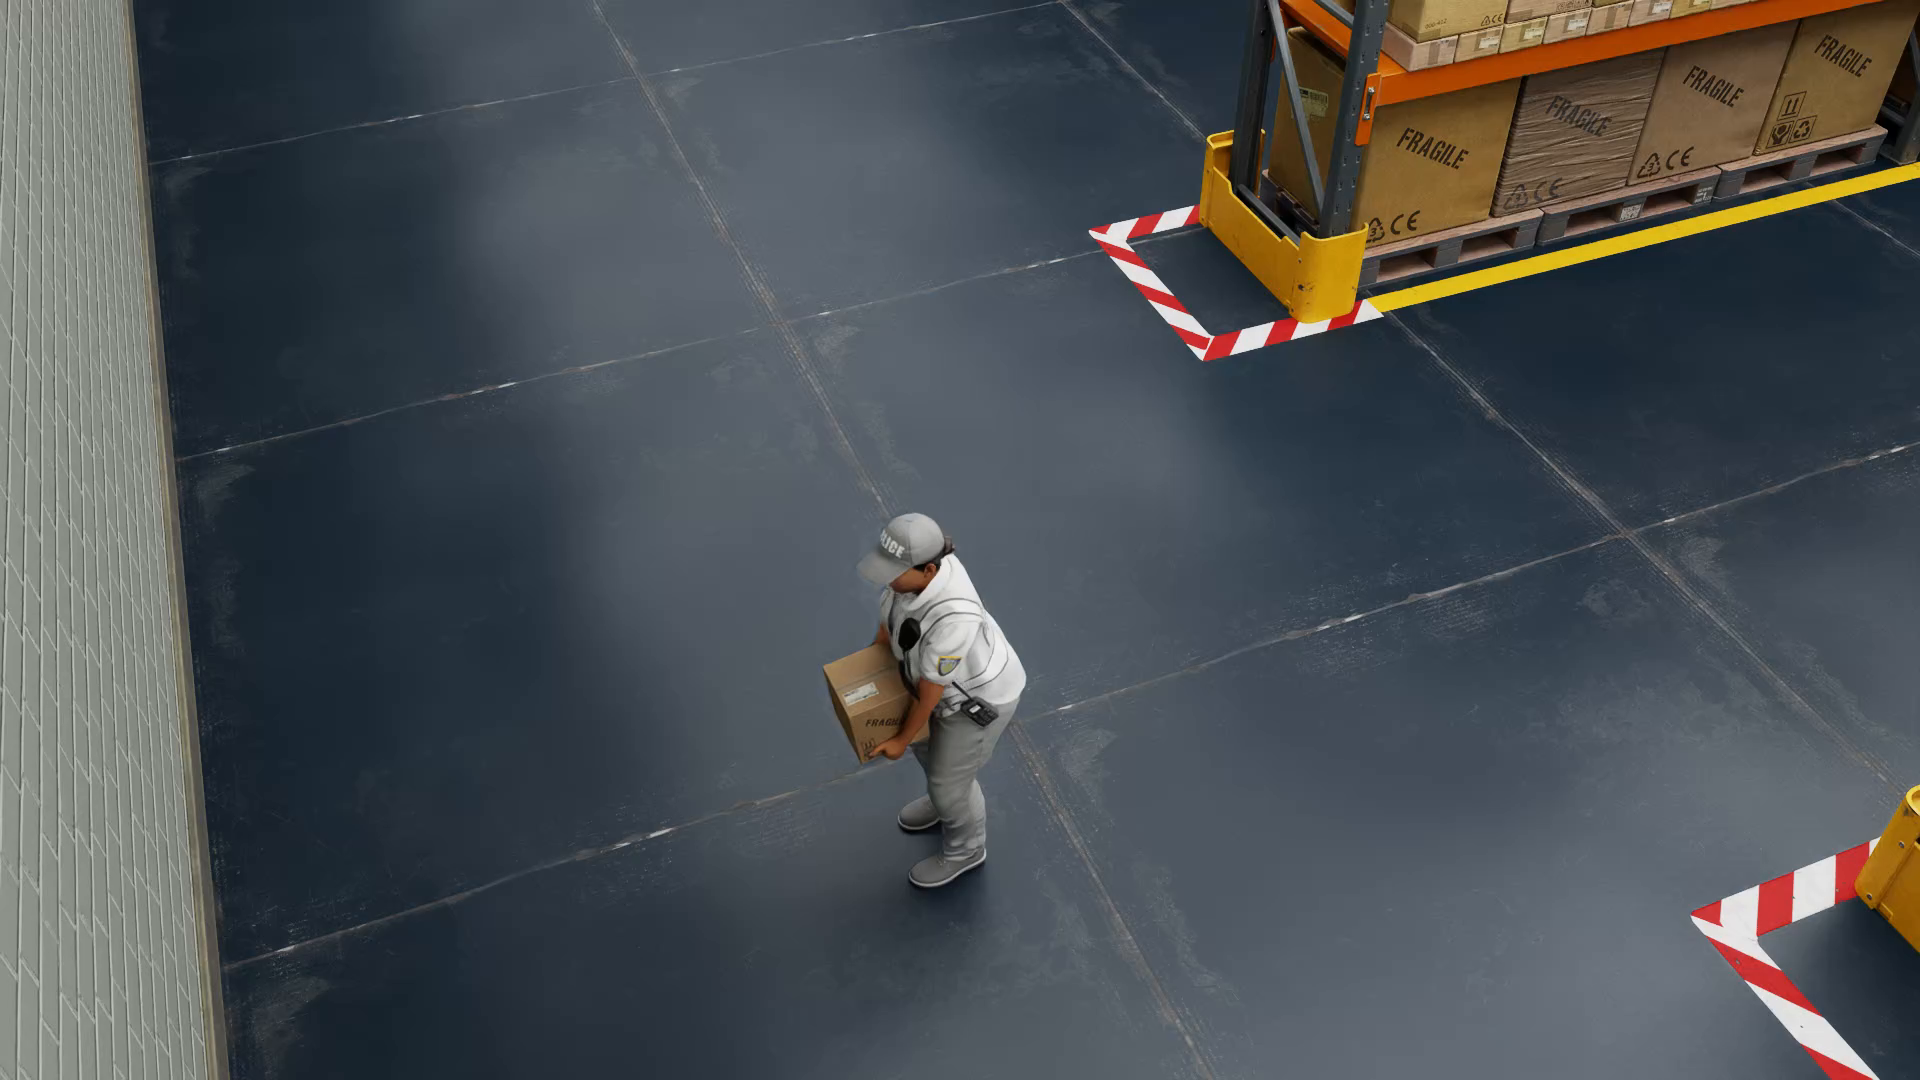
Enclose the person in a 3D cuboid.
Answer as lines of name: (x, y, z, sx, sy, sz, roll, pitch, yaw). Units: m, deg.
person: (-0.083, 0.522, 5.605, 0.580, 1.639, 0.448, -16, 44, -17)
